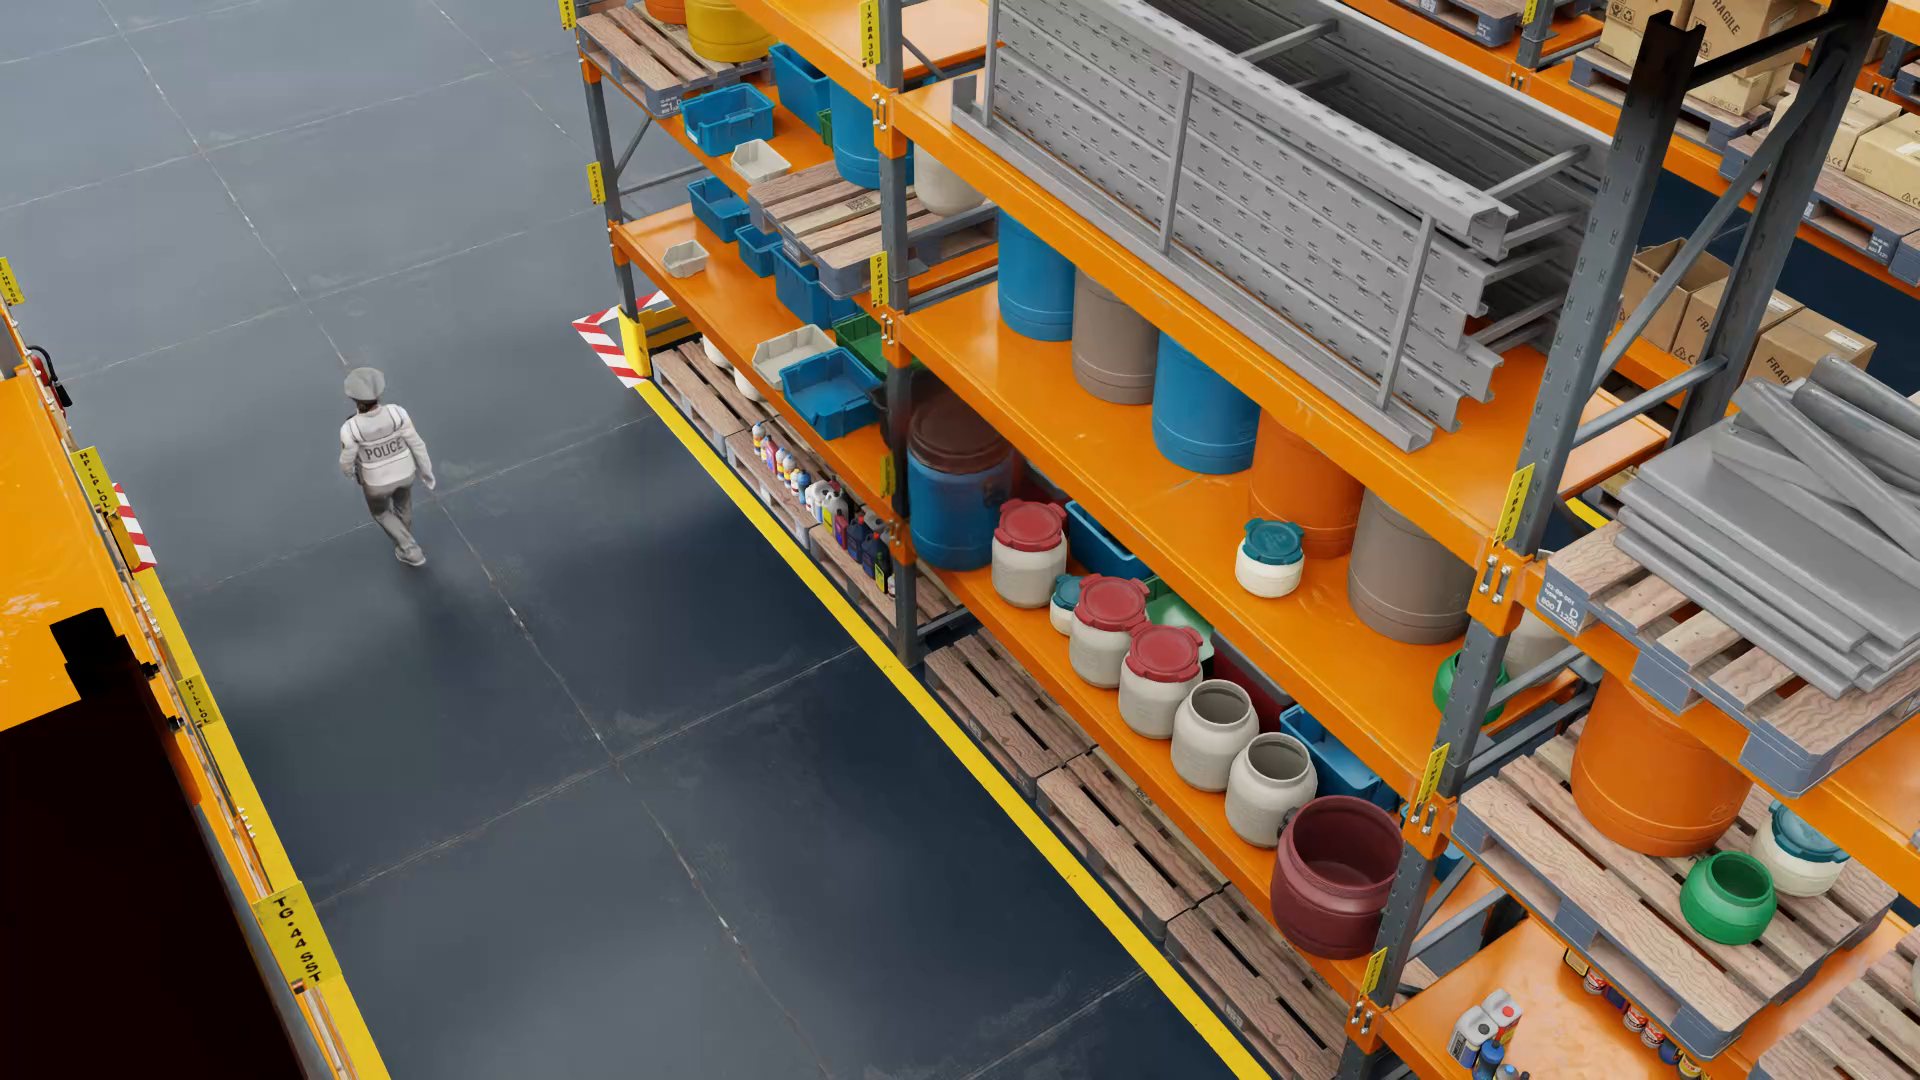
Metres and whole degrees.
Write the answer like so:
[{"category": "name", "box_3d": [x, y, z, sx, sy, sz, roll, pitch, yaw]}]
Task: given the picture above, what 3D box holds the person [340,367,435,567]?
[{"category": "person", "box_3d": [-3.819, -0.471, 11.025, 0.523, 1.645, 0.833, -28, 50, -27]}]
